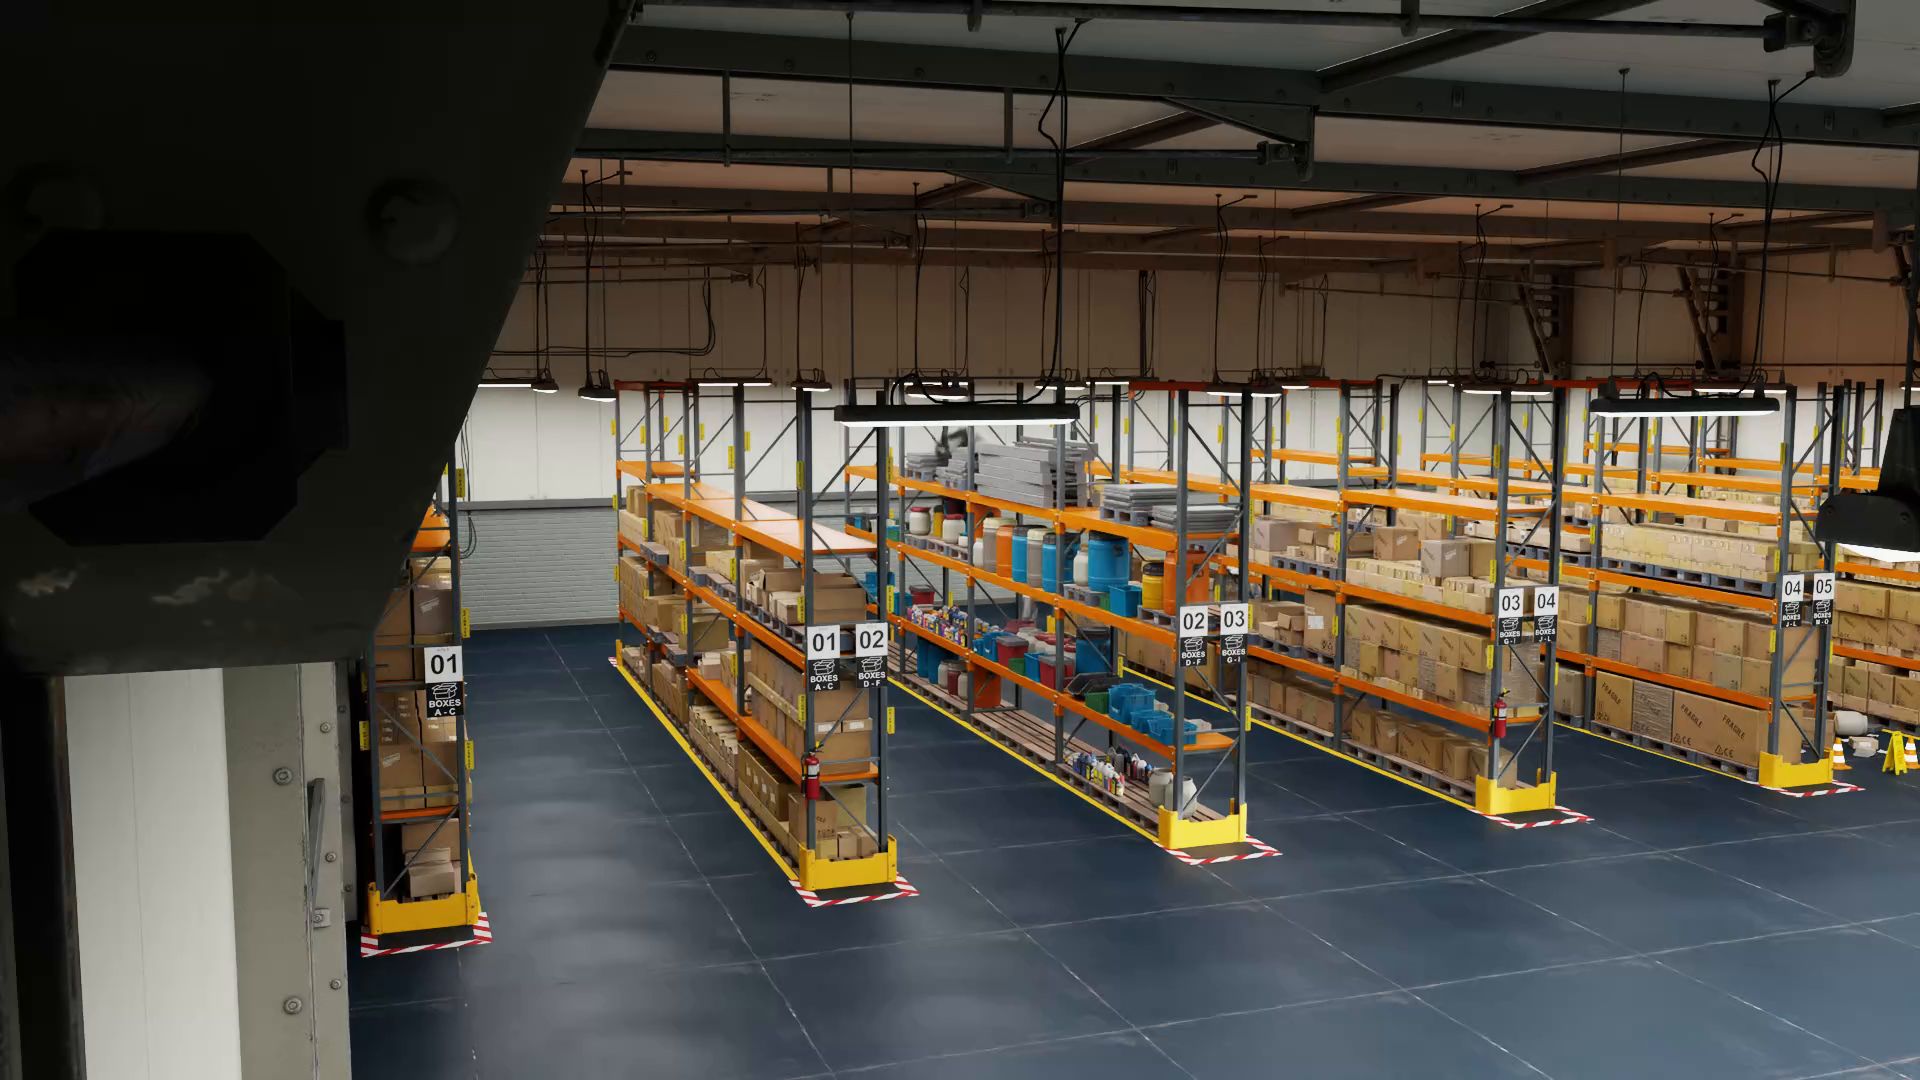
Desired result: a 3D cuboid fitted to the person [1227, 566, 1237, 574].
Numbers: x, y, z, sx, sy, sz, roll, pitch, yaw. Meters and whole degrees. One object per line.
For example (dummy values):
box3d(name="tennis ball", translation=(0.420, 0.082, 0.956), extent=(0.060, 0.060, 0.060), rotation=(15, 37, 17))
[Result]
box3d(name="person", translation=(6.589, 1.214, 40.805), extent=(0.766, 1.697, 0.594), rotation=(-5, 8, -40))

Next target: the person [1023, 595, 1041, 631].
box3d(name="person", translation=(1.565, 1.375, 39.305), extent=(0.779, 1.636, 0.586), rotation=(-1, 6, -11))

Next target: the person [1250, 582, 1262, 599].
box3d(name="person", translation=(7.649, 0.991, 43.199), extent=(0.700, 1.582, 0.955), rotation=(2, 6, 21))
